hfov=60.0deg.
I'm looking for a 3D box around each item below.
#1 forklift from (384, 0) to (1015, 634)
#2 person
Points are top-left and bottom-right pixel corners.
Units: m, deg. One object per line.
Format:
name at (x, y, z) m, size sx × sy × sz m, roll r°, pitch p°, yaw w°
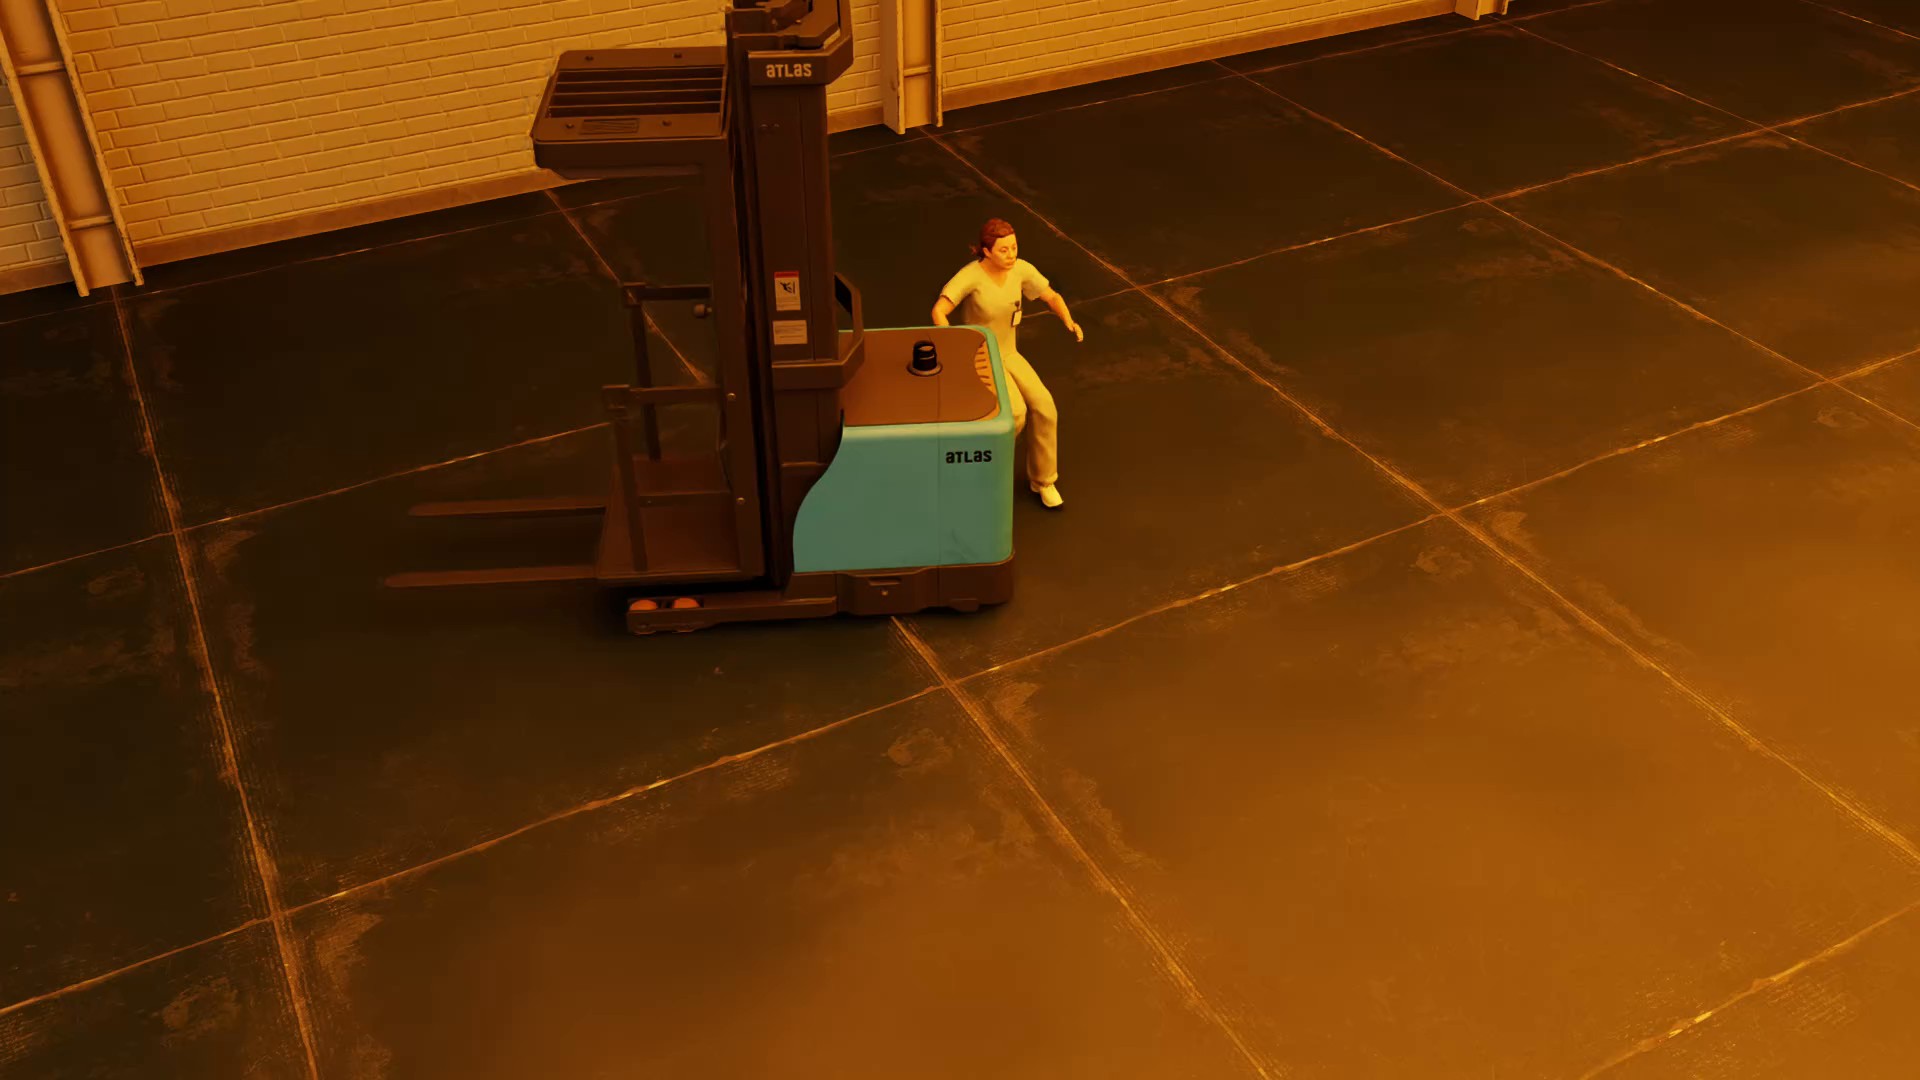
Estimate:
forklift at (-1.280, -1.060, 7.623) m, size 3.031 × 2.935 × 1.130 m, roll -3°, pitch 35°, yaw -4°
person at (0.300, -0.923, 8.745) m, size 0.773 × 1.438 × 0.830 m, roll -26°, pitch 43°, yaw -32°
